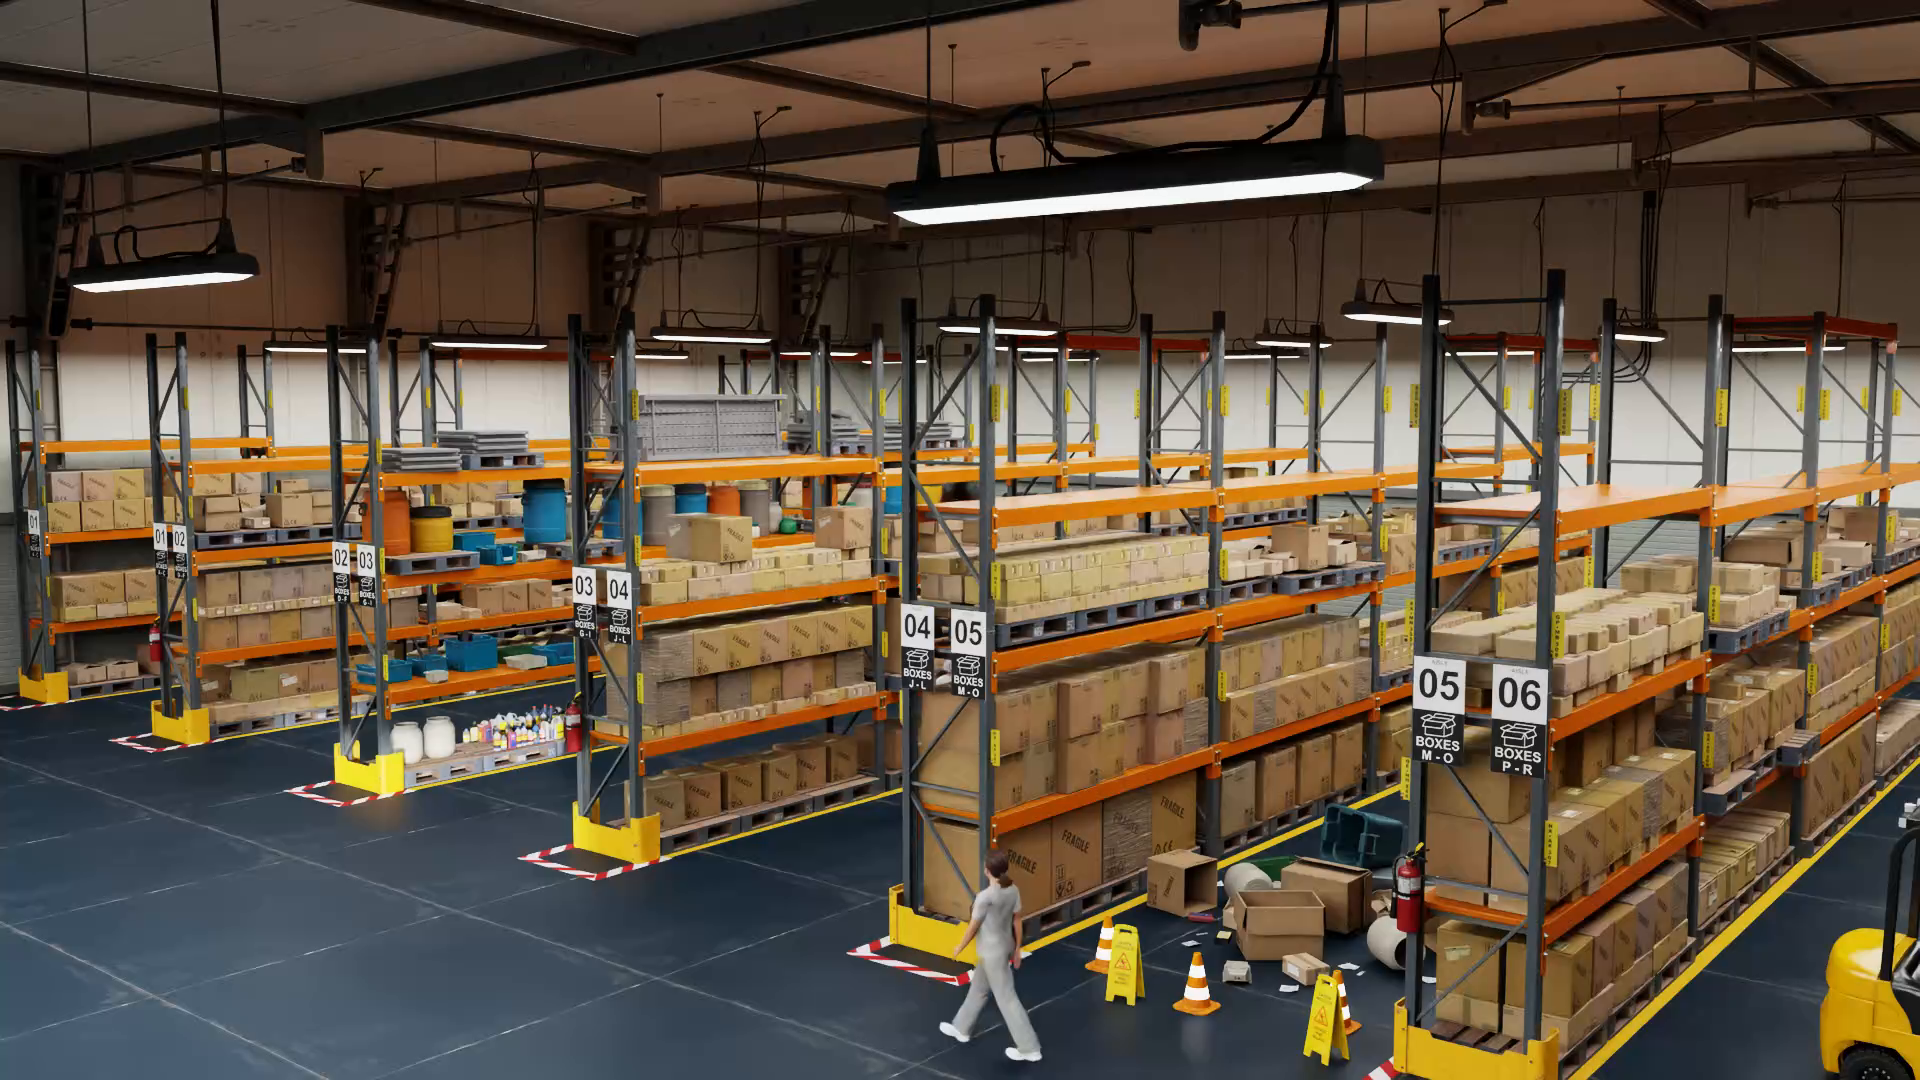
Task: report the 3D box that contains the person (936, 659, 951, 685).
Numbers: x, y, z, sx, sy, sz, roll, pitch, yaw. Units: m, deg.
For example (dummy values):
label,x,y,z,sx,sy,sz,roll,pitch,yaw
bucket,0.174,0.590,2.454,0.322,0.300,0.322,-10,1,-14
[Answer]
label,x,y,z,sx,sy,sz,roll,pitch,yaw
person,-0.108,2.297,20.764,0.641,1.769,0.559,-2,5,-18

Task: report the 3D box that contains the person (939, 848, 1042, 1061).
label,x,y,z,sx,sy,sz,roll,pitch,yaw
person,0.195,3.175,12.865,0.968,1.622,0.445,2,6,25
